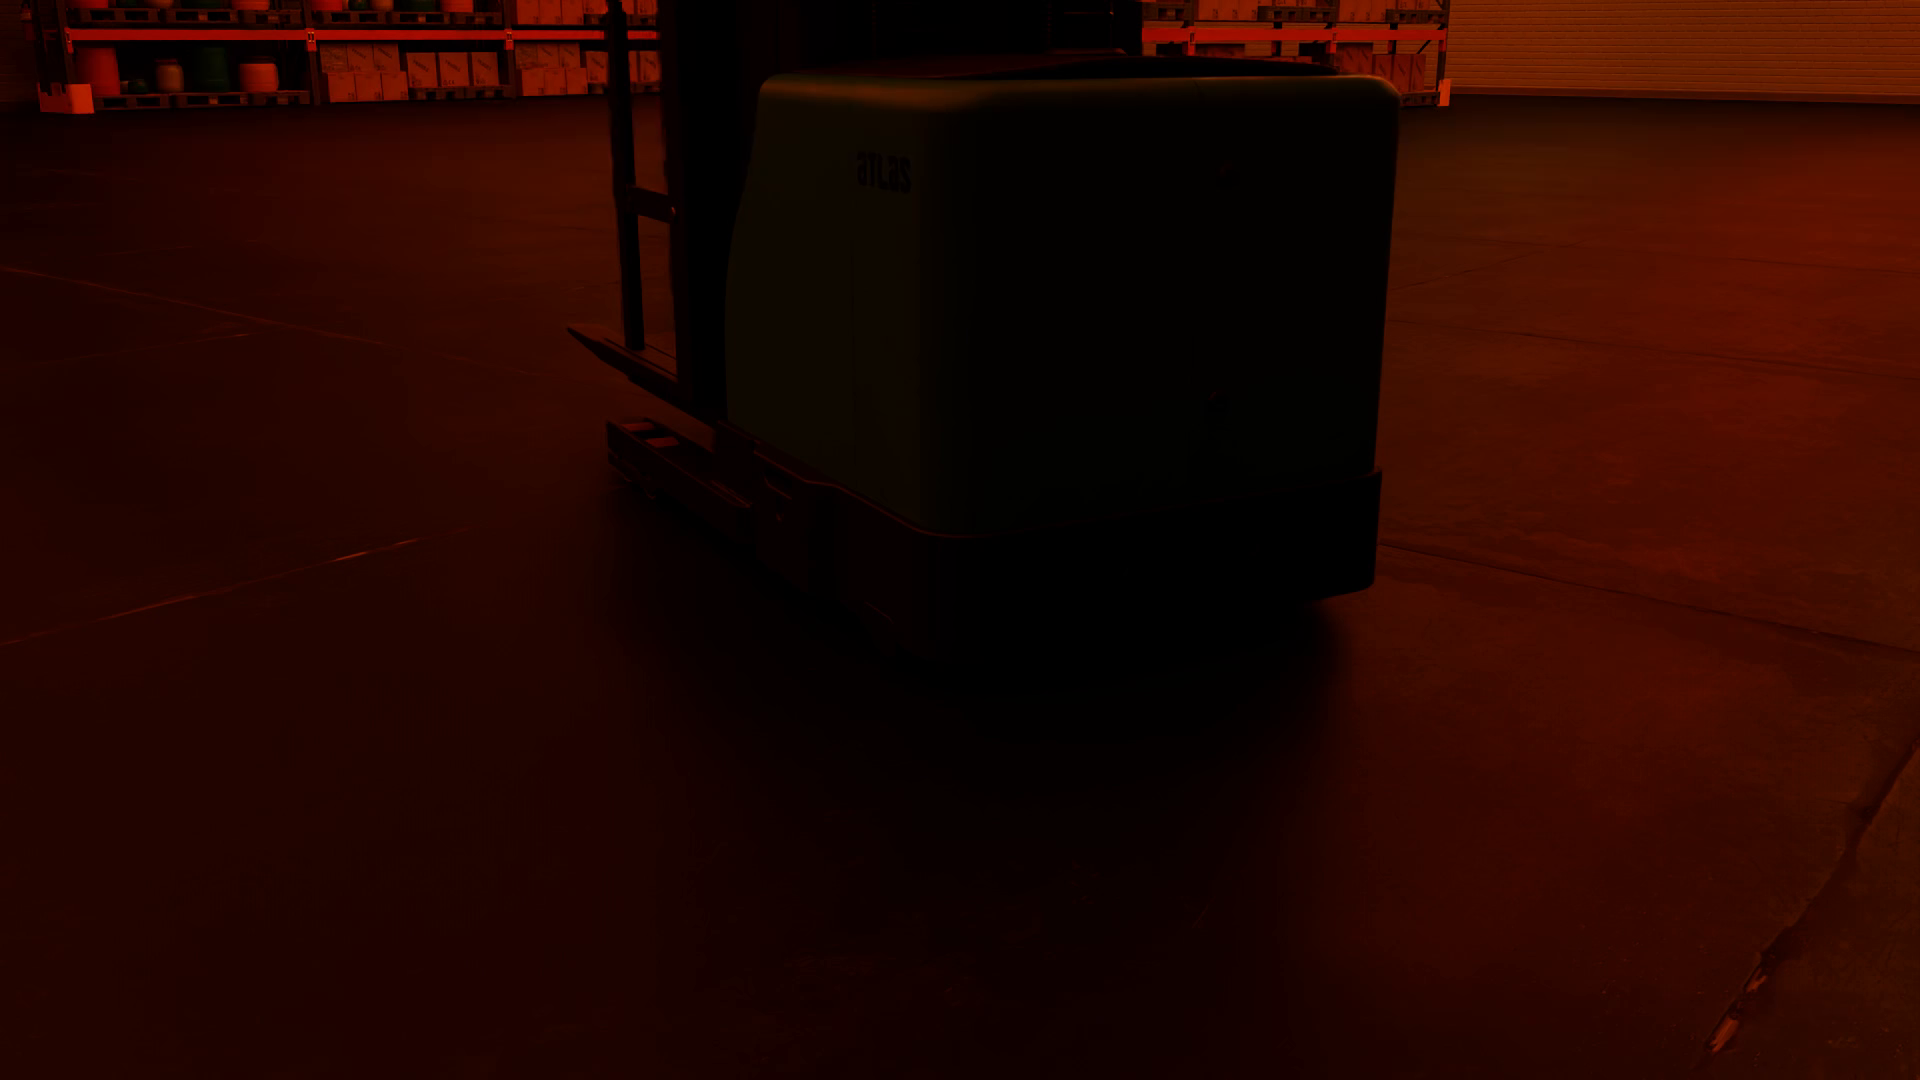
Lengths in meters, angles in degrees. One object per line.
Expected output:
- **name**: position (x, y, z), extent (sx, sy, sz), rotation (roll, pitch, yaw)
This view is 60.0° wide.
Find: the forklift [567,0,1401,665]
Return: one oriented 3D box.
- **forklift**: position (-0.288, -1.559, 4.031), extent (1.130, 2.935, 3.031), rotation (-9, 19, -27)
